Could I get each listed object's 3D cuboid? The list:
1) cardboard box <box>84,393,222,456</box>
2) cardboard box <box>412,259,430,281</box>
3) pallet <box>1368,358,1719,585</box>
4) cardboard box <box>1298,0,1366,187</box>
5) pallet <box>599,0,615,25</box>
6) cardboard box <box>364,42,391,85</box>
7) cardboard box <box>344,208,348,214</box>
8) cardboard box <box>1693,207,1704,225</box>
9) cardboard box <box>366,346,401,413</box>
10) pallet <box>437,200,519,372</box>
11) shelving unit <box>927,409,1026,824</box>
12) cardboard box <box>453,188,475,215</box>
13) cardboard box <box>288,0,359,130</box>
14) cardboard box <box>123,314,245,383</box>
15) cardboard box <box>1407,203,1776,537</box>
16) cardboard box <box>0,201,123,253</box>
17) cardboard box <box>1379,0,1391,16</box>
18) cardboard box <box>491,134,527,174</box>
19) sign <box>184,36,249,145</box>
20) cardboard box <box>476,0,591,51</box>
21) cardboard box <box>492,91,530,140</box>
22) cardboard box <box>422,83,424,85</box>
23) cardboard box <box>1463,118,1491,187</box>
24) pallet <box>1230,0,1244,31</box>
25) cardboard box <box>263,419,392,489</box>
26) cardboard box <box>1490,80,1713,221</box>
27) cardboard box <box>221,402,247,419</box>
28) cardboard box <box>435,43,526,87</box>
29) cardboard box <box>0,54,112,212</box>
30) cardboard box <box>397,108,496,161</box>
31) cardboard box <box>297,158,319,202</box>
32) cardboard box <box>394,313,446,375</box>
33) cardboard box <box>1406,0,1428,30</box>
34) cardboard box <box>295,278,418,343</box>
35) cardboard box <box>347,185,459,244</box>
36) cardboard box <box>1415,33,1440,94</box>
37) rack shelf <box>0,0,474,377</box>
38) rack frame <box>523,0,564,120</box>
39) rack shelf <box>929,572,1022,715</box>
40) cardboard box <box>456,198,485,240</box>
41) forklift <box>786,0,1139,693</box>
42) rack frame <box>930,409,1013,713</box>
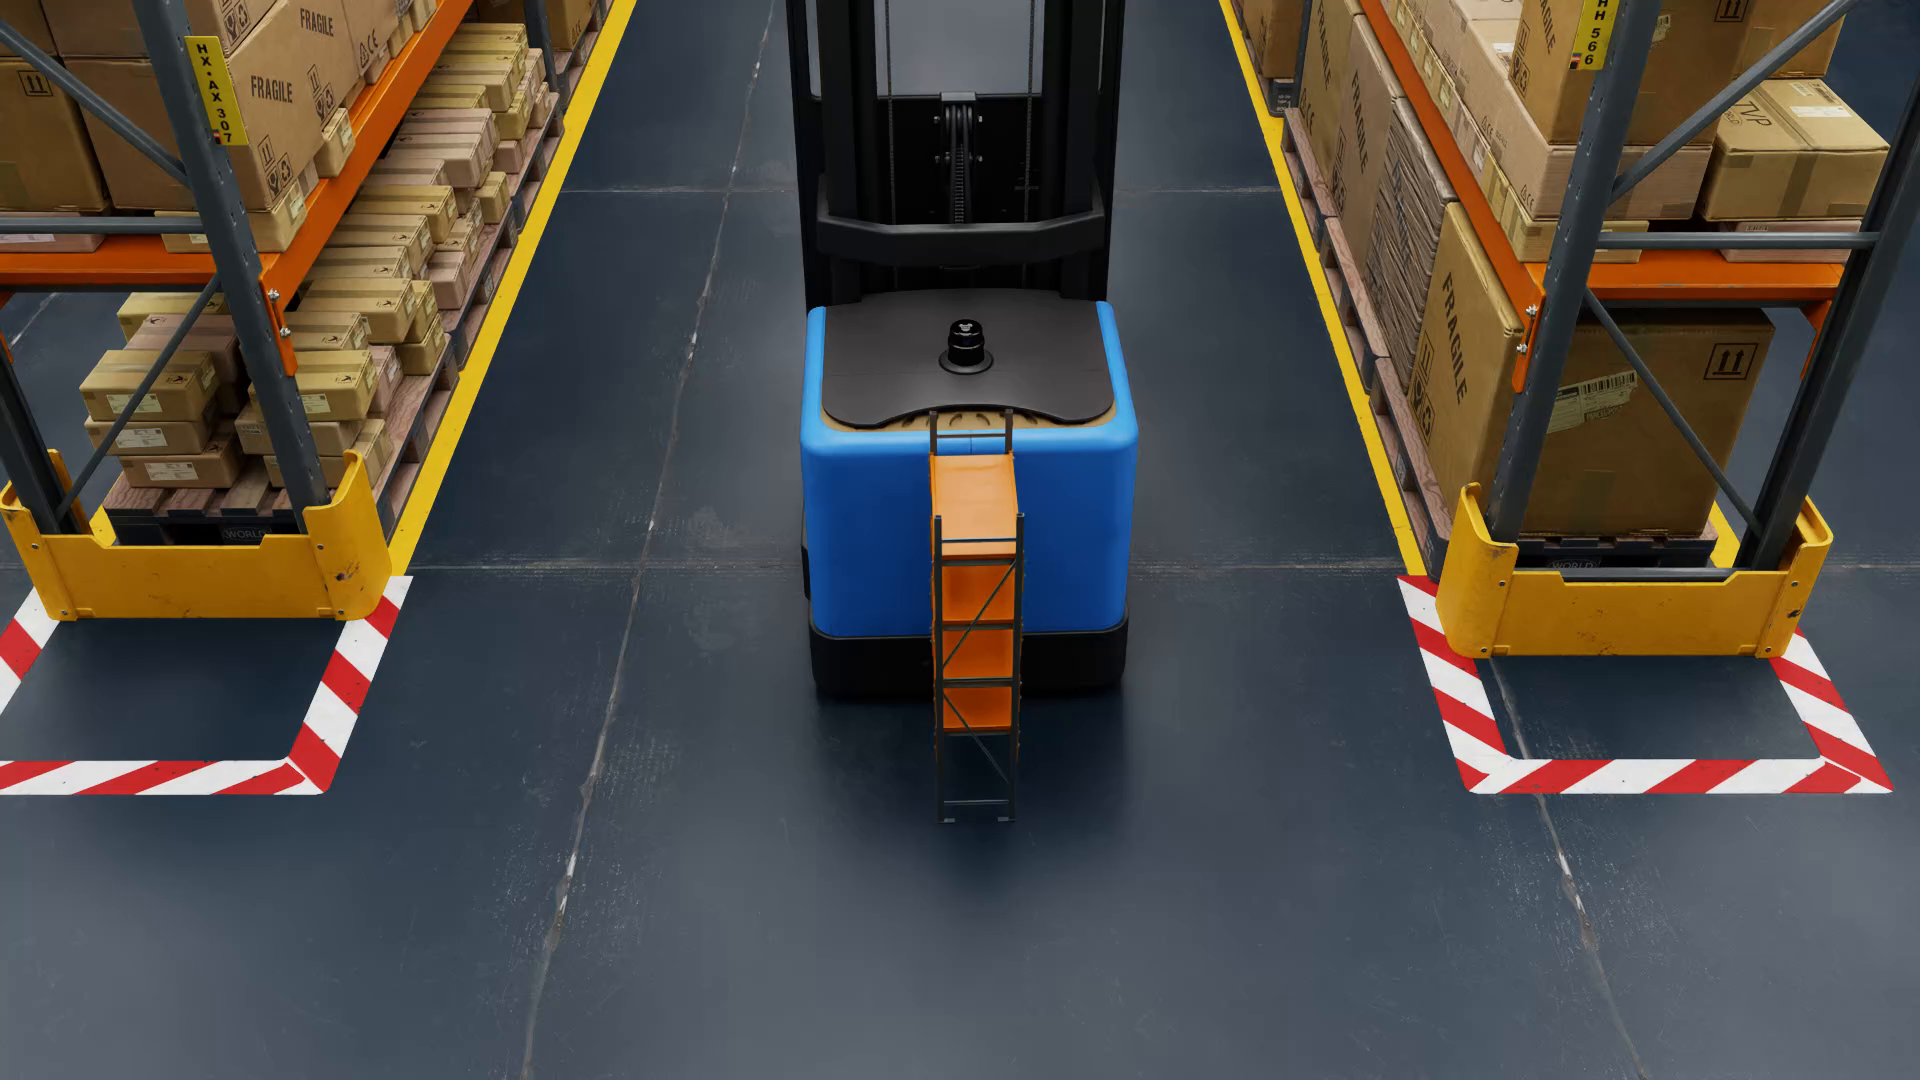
[{"bbox_3d":[-2.958,-0.442,6.109,0.380,0.149,0.250,-1,39,-1],"label":"cardboard box"},{"bbox_3d":[-2.436,-1.090,6.918,0.380,0.149,0.250,-2,39,-2],"label":"cardboard box"},{"bbox_3d":[2.209,-0.297,6.451,1.003,0.211,1.213,0,39,0],"label":"pallet"},{"bbox_3d":[2.204,-2.308,8.095,0.875,0.875,0.875,0,39,0],"label":"cardboard box"},{"bbox_3d":[-2.683,-3.609,10.585,1.003,0.211,1.213,0,39,0],"label":"pallet"},{"bbox_3d":[-2.418,-1.863,6.376,0.380,0.149,0.250,-1,39,-1],"label":"cardboard box"},{"bbox_3d":[-2.959,-1.577,7.526,0.380,0.149,0.250,0,39,0],"label":"cardboard box"},{"bbox_3d":[2.616,-1.169,5.512,0.380,0.149,0.250,-1,39,-1],"label":"cardboard box"},{"bbox_3d":[-2.360,-0.611,6.320,0.380,0.149,0.250,0,39,0],"label":"cardboard box"},{"bbox_3d":[-2.636,-1.173,7.545,1.003,0.211,1.213,0,39,0],"label":"pallet"},{"bbox_3d":[0.042,0.251,4.977,0.258,1.200,0.503,-1,39,-2],"label":"shelving unit"},{"bbox_3d":[-2.426,-1.596,7.549,0.380,0.149,0.250,-2,39,-2],"label":"cardboard box"},{"bbox_3d":[-2.423,-1.715,5.674,0.500,0.500,0.500,0,39,0],"label":"cardboard box"},{"bbox_3d":[-2.869,-0.716,6.213,0.380,0.149,0.250,1,39,1],"label":"cardboard box"},{"bbox_3d":[2.207,-0.620,5.988,0.875,0.875,0.875,0,39,0],"label":"cardboard box"},{"bbox_3d":[-2.955,-1.050,5.363,0.380,0.149,0.250,0,39,0],"label":"cardboard box"},{"bbox_3d":[1.953,-2.292,6.913,0.380,0.149,0.250,0,39,0],"label":"cardboard box"},{"bbox_3d":[-2.354,-1.924,8.197,0.380,0.149,0.250,-1,39,-2],"label":"cardboard box"},{"bbox_3d":[-2.130,-1.283,4.760,0.100,0.325,0.005,0,39,0],"label":"sign"},{"bbox_3d":[-2.412,-3.097,9.378,0.500,0.500,0.500,1,39,2],"label":"cardboard box"},{"bbox_3d":[-2.328,-2.080,8.153,0.380,0.149,0.250,-1,39,-2],"label":"cardboard box"},{"bbox_3d":[-2.906,-2.228,8.338,0.380,0.149,0.250,0,39,0],"label":"cardboard box"},{"bbox_3d":[1.957,-1.330,5.711,0.380,0.149,0.250,0,39,0],"label":"cardboard box"},{"bbox_3d":[2.203,-3.545,10.505,1.003,0.211,1.213,0,39,0],"label":"pallet"},{"bbox_3d":[-2.353,-0.324,6.199,0.380,0.149,0.250,1,39,1],"label":"cardboard box"},{"bbox_3d":[2.022,-1.245,5.287,0.500,0.250,0.500,-1,39,-1],"label":"cardboard box"},{"bbox_3d":[-2.983,-0.486,6.401,0.380,0.149,0.250,1,39,1],"label":"cardboard box"},{"bbox_3d":[-2.376,-2.347,8.249,0.380,0.149,0.250,0,39,1],"label":"cardboard box"},{"bbox_3d":[-2.930,-1.380,5.256,0.500,0.500,0.500,1,39,1],"label":"cardboard box"},{"bbox_3d":[-2.354,-1.860,7.641,0.380,0.149,0.250,-2,39,-2],"label":"cardboard box"},{"bbox_3d":[-2.386,-1.208,5.560,0.380,0.149,0.250,1,39,2],"label":"cardboard box"},{"bbox_3d":[-2.333,-0.803,6.797,0.380,0.149,0.250,0,39,1],"label":"cardboard box"},{"bbox_3d":[2.016,-2.206,6.487,0.500,0.250,0.500,0,39,0],"label":"cardboard box"},{"bbox_3d":[-2.326,-0.886,6.425,0.380,0.149,0.250,0,39,0],"label":"cardboard box"},{"bbox_3d":[-2.354,-1.379,7.040,0.380,0.149,0.250,1,39,1],"label":"cardboard box"},{"bbox_3d":[1.955,-1.810,6.311,0.380,0.149,0.250,0,39,0],"label":"cardboard box"},{"bbox_3d":[-2.675,-1.914,6.816,1.077,0.370,4.000,0,39,0],"label":"rack shelf"},{"bbox_3d":[-2.677,-3.446,8.151,1.000,3.000,0.127,0,39,0],"label":"rack frame"},{"bbox_3d":[0.042,0.304,5.019,0.258,0.148,0.480,-1,39,-2],"label":"rack shelf"},{"bbox_3d":[-2.401,-1.442,7.594,0.380,0.149,0.250,1,39,1],"label":"cardboard box"},{"bbox_3d":[-0.024,-1.537,5.824,1.130,2.935,3.031,-1,39,-2],"label":"forklift"},{"bbox_3d":[0.033,0.099,5.167,0.240,1.200,0.015,-1,39,-2],"label":"rack frame"}]
